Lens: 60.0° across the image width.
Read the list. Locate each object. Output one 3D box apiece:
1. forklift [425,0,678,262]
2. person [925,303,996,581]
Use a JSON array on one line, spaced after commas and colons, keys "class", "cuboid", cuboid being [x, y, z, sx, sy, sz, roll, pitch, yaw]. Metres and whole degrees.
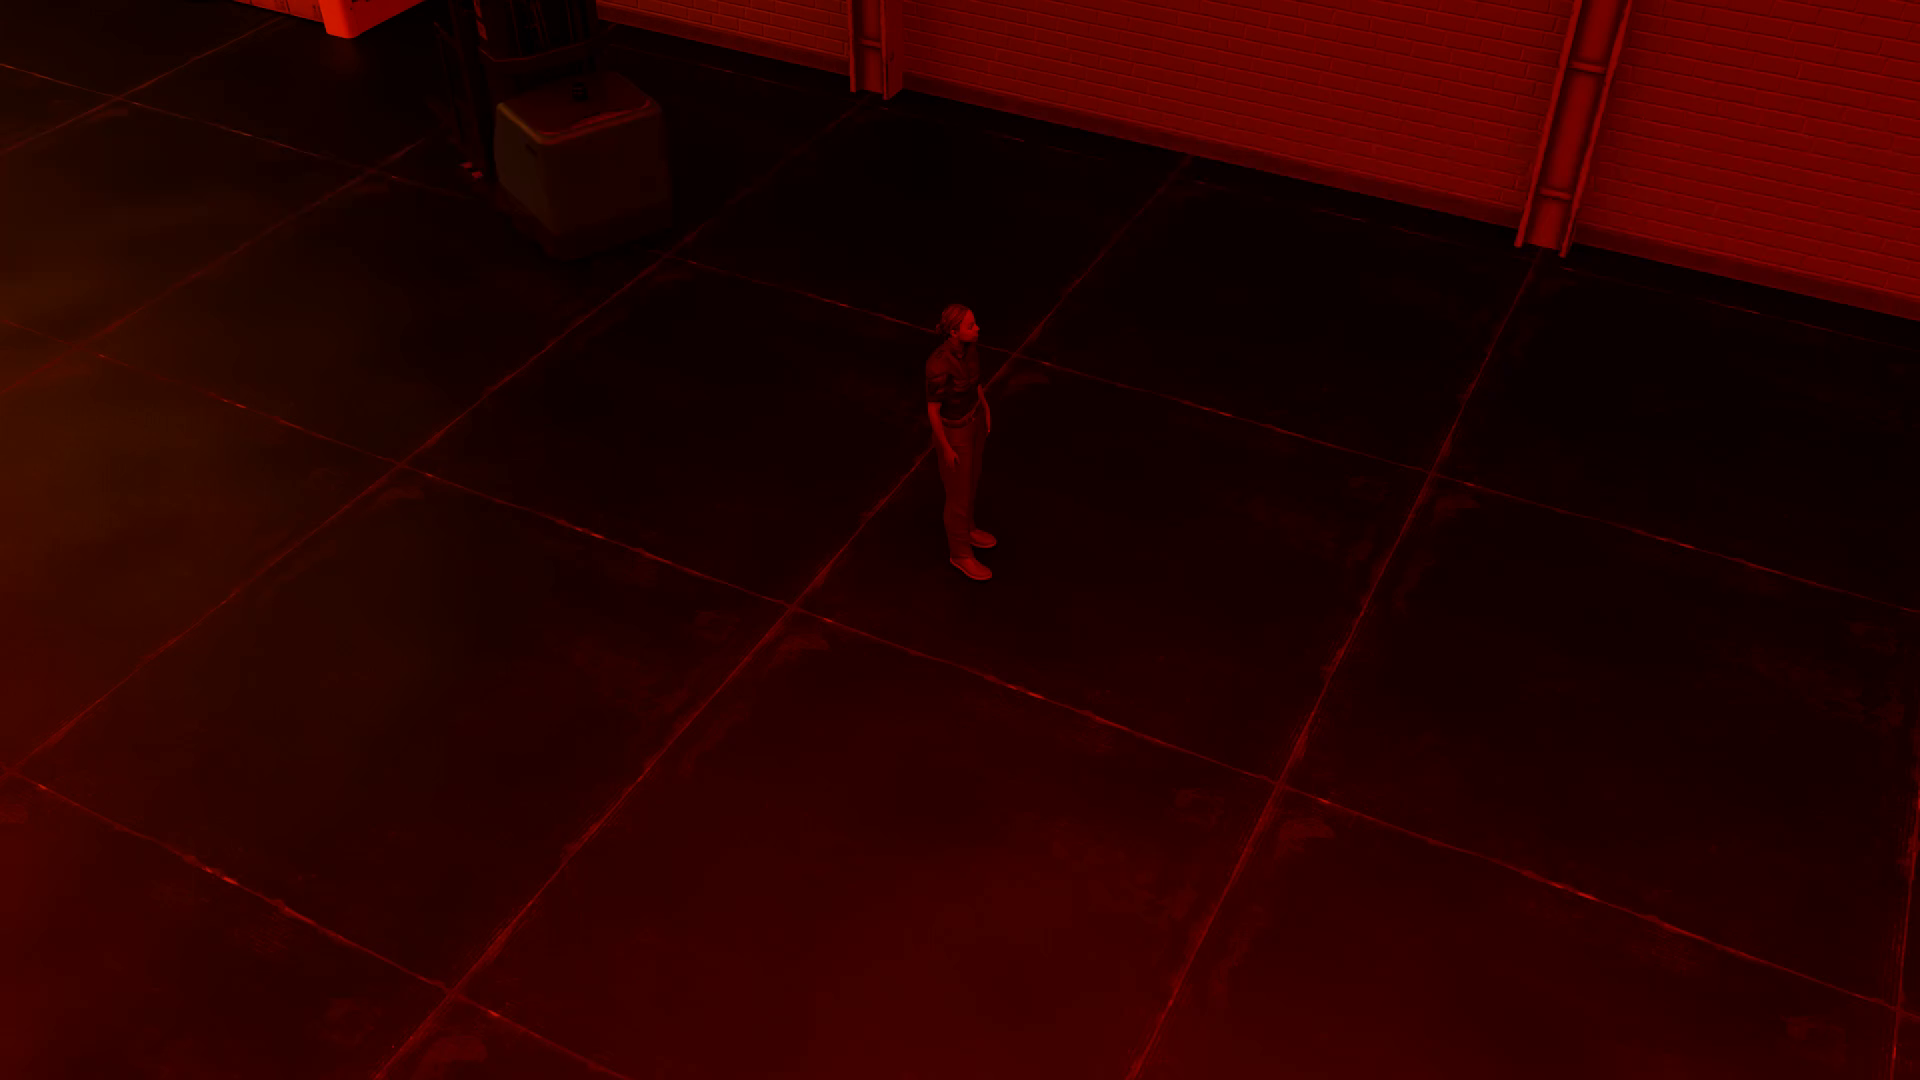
[{"class": "forklift", "cuboid": [-3.501, -4.144, 12.907, 1.130, 2.935, 3.031, -25, 46, -27]}, {"class": "person", "cuboid": [0.068, -0.601, 9.680, 0.504, 1.654, 0.569, 18, 43, 21]}]
